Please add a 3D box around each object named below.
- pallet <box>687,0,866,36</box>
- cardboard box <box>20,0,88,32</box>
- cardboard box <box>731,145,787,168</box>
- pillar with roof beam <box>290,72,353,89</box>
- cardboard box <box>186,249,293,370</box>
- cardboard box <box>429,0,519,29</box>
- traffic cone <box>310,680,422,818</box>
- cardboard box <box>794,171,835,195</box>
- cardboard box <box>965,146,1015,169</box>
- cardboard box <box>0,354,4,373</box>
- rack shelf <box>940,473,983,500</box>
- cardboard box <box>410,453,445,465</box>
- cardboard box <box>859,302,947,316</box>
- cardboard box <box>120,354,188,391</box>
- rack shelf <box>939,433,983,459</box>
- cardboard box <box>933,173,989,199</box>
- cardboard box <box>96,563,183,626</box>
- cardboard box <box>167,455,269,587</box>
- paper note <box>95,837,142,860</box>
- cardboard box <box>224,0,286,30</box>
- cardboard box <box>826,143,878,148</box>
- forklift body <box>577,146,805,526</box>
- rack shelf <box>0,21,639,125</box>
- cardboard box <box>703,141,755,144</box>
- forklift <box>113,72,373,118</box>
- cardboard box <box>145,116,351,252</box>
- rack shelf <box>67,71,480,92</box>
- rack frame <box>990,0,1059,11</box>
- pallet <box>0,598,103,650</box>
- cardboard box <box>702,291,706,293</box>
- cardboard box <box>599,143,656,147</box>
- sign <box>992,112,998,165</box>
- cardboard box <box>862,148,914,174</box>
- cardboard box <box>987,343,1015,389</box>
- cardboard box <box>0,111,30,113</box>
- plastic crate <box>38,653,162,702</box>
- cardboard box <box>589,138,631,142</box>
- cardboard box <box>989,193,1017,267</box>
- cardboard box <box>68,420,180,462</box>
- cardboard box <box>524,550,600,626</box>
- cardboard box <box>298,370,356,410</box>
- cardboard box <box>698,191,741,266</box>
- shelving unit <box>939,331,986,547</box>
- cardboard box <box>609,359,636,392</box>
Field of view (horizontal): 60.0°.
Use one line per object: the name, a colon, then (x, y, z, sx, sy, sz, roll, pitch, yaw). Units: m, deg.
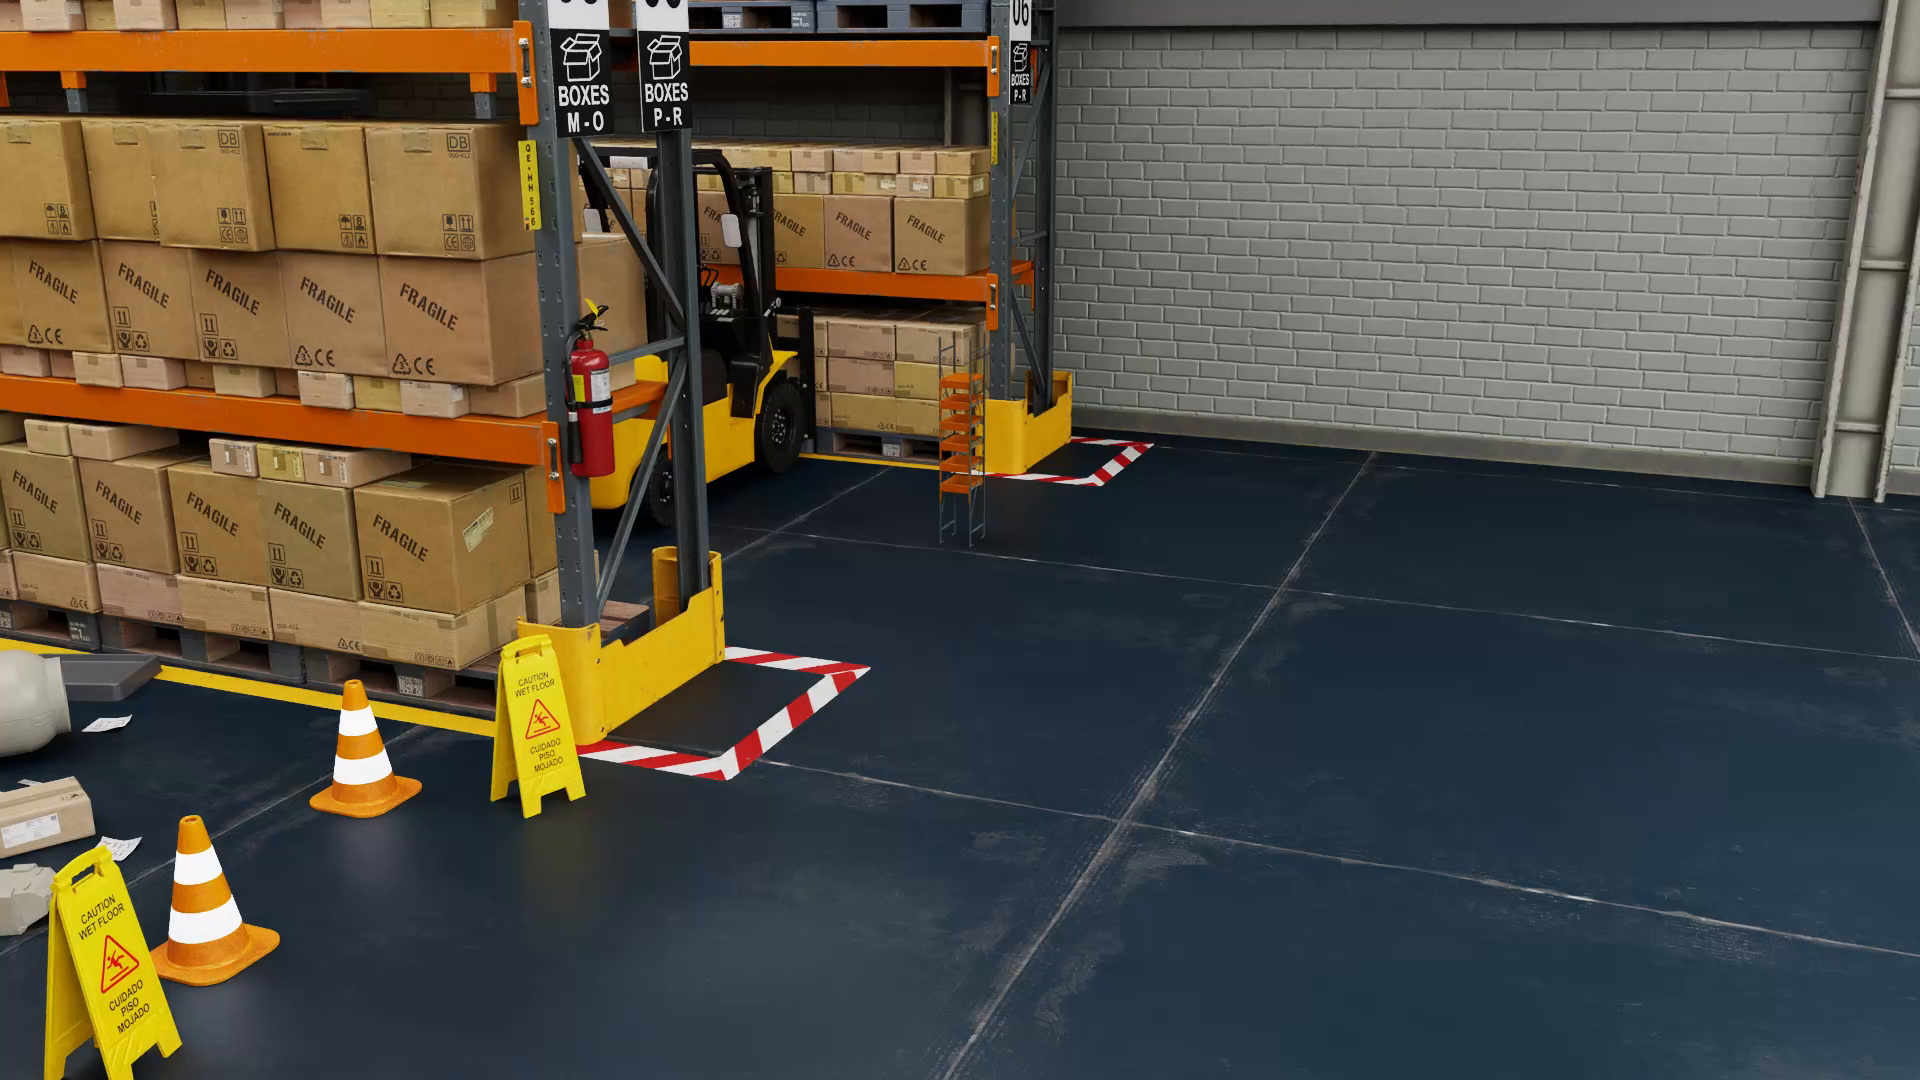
pallet: (-1.352, -3.647, 11.635, 1.213, 0.211, 1.003, 6, 17, 21)
cardboard box: (-3.737, -2.237, 7.069, 0.250, 0.149, 0.380, 6, 17, 20)
cardboard box: (-1.405, -2.685, 11.667, 0.250, 0.149, 0.380, 7, 17, 21)
pillar with roof beam: (-7.043, -4.729, 9.822, 0.400, 9.000, 9.100, 6, 17, 21)
cardboard box: (-2.917, -1.037, 7.154, 0.500, 0.500, 0.500, 6, 17, 20)
cardboard box: (-1.817, -2.042, 6.397, 0.250, 0.149, 0.380, 6, 17, 21)
traffic cone: (-2.256, 0.751, 6.257, 0.334, 0.463, 0.336, 6, 17, 21)
cardboard box: (-0.950, -2.472, 11.466, 0.250, 0.149, 0.380, 6, 17, 19)
cardboard box: (0.201, -2.638, 11.503, 0.250, 0.149, 0.380, 6, 17, 20)
cardboard box: (-4.416, -0.899, 7.842, 0.250, 0.149, 0.380, 6, 17, 20)
rack shelf: (0.013, -0.302, 9.581, 0.180, 0.103, 0.258, 6, 17, 21)
cardboard box: (-2.542, -0.208, 7.844, 0.500, 0.500, 0.500, 6, 17, 19)
cardboard box: (-0.409, -1.555, 12.036, 0.500, 0.250, 0.500, 6, 17, 21)
cardboard box: (-3.497, -0.779, 7.428, 0.250, 0.149, 0.380, 6, 17, 20)
rack shelf: (0.013, -0.532, 9.514, 0.180, 0.103, 0.258, 6, 17, 21)
cardboard box: (0.010, -2.368, 11.107, 0.250, 0.149, 0.380, 7, 17, 21)
cardboard box: (-3.659, 0.187, 7.827, 0.500, 0.250, 0.500, 6, 17, 20)
cardboard box: (-3.177, -0.119, 7.539, 0.500, 0.500, 0.500, 6, 17, 19)
paper note: (-2.993, 1.088, 5.873, 0.142, 0.019, 0.148, 0, 16, 1)
cardboard box: (-2.756, -2.151, 6.773, 0.250, 0.149, 0.380, 6, 17, 20)
cardboard box: (-0.760, -2.746, 11.877, 0.250, 0.149, 0.380, 7, 18, 22)
forklift body: (-1.998, -1.359, 10.496, 1.214, 2.155, 2.313, 6, 17, 21)
rack shelf: (-3.243, -2.058, 7.291, 4.000, 0.370, 1.077, 6, 17, 21)
cardboard box: (-1.699, -2.864, 12.281, 0.250, 0.149, 0.380, 6, 17, 20)
forklift: (-4.373, -1.797, 10.606, 3.031, 2.935, 1.130, 6, 17, 20)
cardboard box: (-2.918, -1.504, 6.967, 0.500, 0.500, 0.700, 6, 17, 20)
rack shelf: (-5.147, -3.754, 13.136, 4.000, 0.370, 1.077, 6, 17, 21)
rack frame: (0.435, -4.927, 10.503, 0.127, 3.000, 1.000, 6, 17, 21)
pallet: (-4.466, 0.232, 8.497, 1.213, 0.211, 1.003, 6, 17, 21)
cardboard box: (-2.280, -1.768, 12.769, 0.500, 0.250, 0.500, 6, 17, 20)
cardboard box: (-2.380, -2.768, 11.950, 0.250, 0.149, 0.380, 7, 17, 22)
sign: (0.223, -2.576, 10.665, 0.005, 0.325, 0.100, 6, 17, 21)
cardboard box: (-0.470, -2.567, 11.259, 0.250, 0.149, 0.380, 7, 17, 22)
cardboard box: (0.074, -1.269, 11.946, 0.500, 0.250, 0.500, 7, 17, 22)
cardboard box: (-4.774, -1.737, 7.770, 0.500, 0.500, 0.700, 6, 17, 20)
plastic crate: (-3.944, 0.608, 7.435, 0.583, 0.080, 0.402, 0, 16, 1)
cardboard box: (-2.660, -2.966, 12.635, 0.250, 0.149, 0.380, 6, 17, 19)
cardboard box: (0.076, -2.216, 11.748, 0.500, 0.500, 0.500, 7, 18, 22)
cardboard box: (-3.829, -0.482, 7.625, 0.250, 0.149, 0.380, 7, 18, 24)
cardboard box: (-2.032, 0.207, 7.760, 0.500, 0.250, 0.500, 6, 17, 20)
cardboard box: (-2.567, -0.667, 7.043, 0.250, 0.149, 0.380, 7, 17, 22)
cardboard box: (-1.547, -2.232, 11.803, 0.500, 0.500, 0.500, 6, 17, 21)
shelving unit: (0.013, -0.575, 9.501, 0.189, 1.200, 0.258, 6, 17, 21)
cardboard box: (-1.623, -0.726, 7.244, 0.250, 0.149, 0.380, 6, 17, 21)
